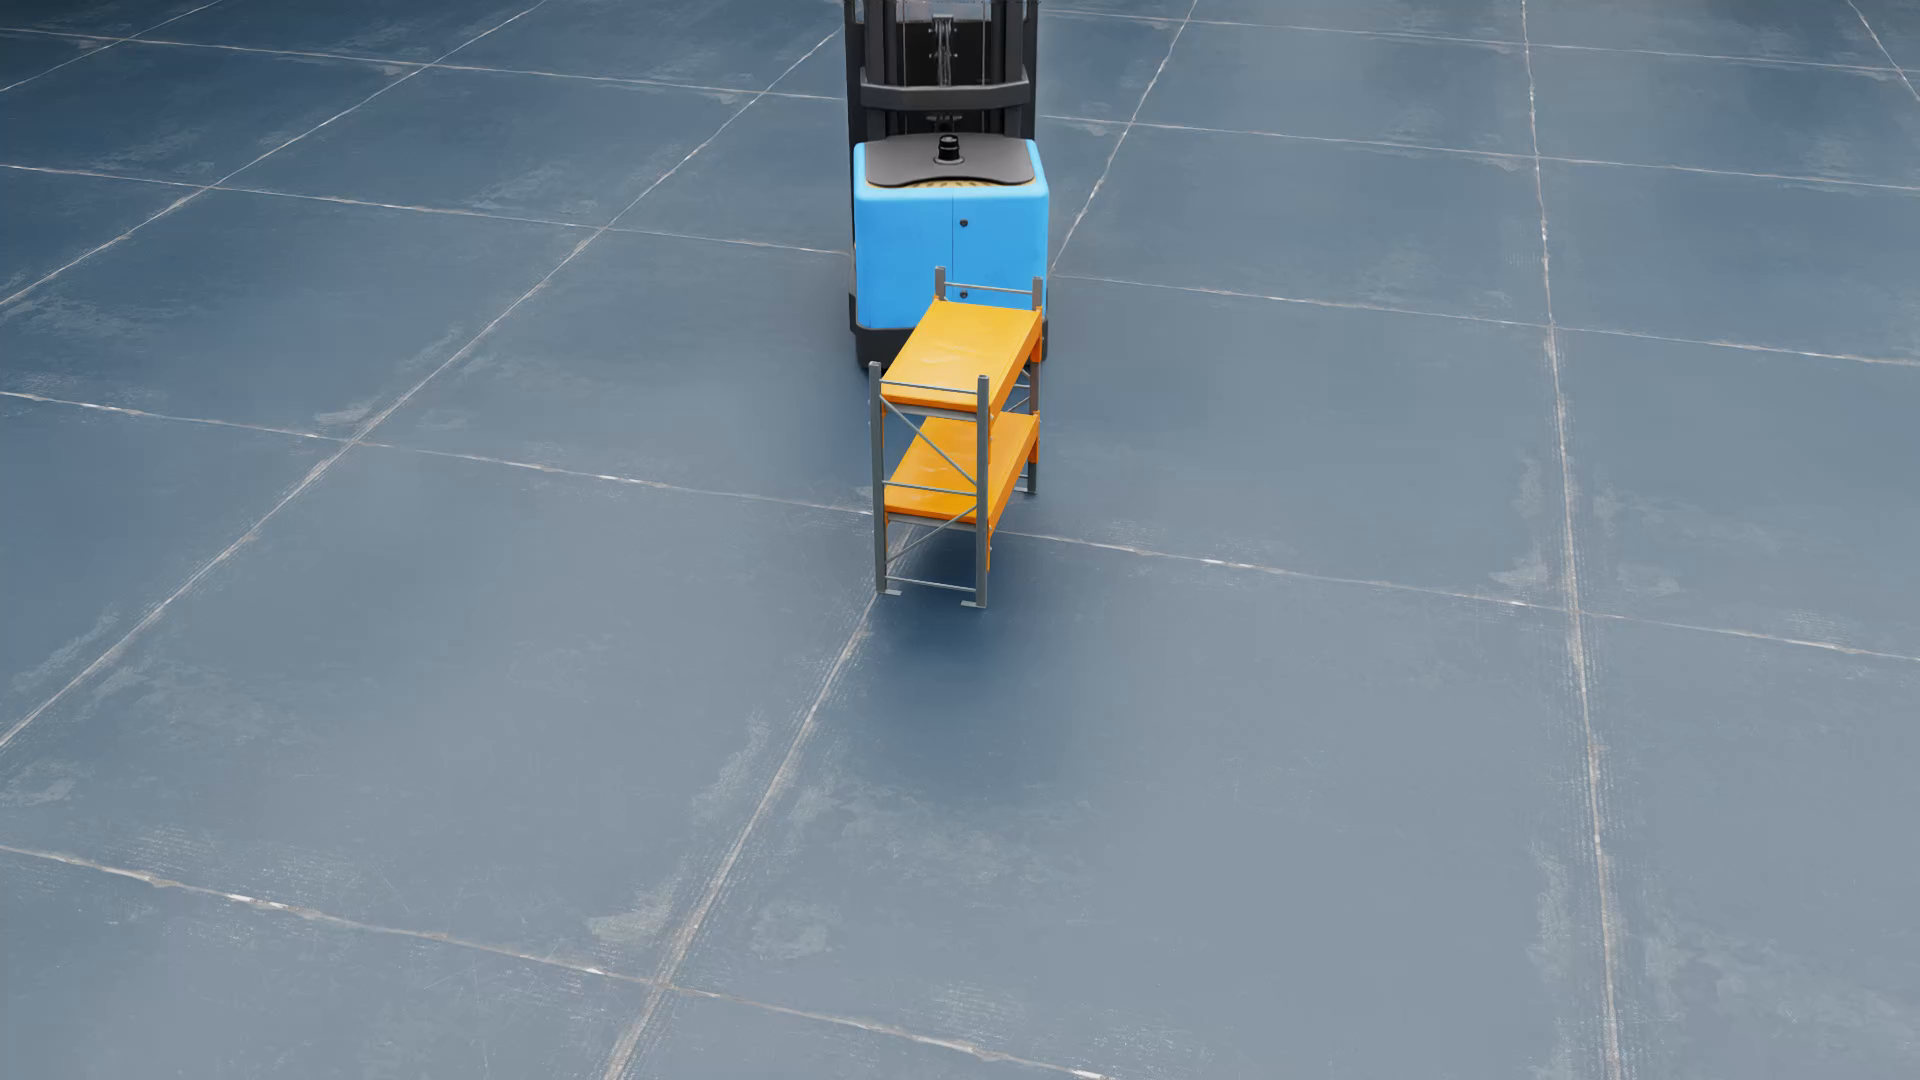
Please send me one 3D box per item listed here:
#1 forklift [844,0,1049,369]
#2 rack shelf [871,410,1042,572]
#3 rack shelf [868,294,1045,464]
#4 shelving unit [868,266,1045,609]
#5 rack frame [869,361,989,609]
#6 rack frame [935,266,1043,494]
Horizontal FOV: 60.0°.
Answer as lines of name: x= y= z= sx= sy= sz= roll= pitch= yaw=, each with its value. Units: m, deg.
forklift: x=-0.121 y=-2.933 z=9.632 sx=1.130 sy=2.935 sz=3.031 roll=-2 pitch=32 yaw=-3
rack shelf: x=0.002 y=-0.272 z=7.585 sx=0.538 sy=0.278 sz=1.000 roll=8 pitch=33 yaw=12
rack shelf: x=0.002 y=-0.725 z=7.297 sx=0.538 sy=0.278 sz=1.000 roll=8 pitch=33 yaw=12
shelving unit: x=0.002 y=-0.478 z=7.454 sx=0.538 sy=1.125 sz=1.048 roll=8 pitch=33 yaw=12
rack frame: x=-0.127 y=-0.214 z=7.039 sx=0.500 sy=1.125 sz=0.032 roll=8 pitch=33 yaw=12
rack frame: x=0.131 y=-0.742 z=7.869 sx=0.500 sy=1.125 sz=0.032 roll=8 pitch=33 yaw=12
